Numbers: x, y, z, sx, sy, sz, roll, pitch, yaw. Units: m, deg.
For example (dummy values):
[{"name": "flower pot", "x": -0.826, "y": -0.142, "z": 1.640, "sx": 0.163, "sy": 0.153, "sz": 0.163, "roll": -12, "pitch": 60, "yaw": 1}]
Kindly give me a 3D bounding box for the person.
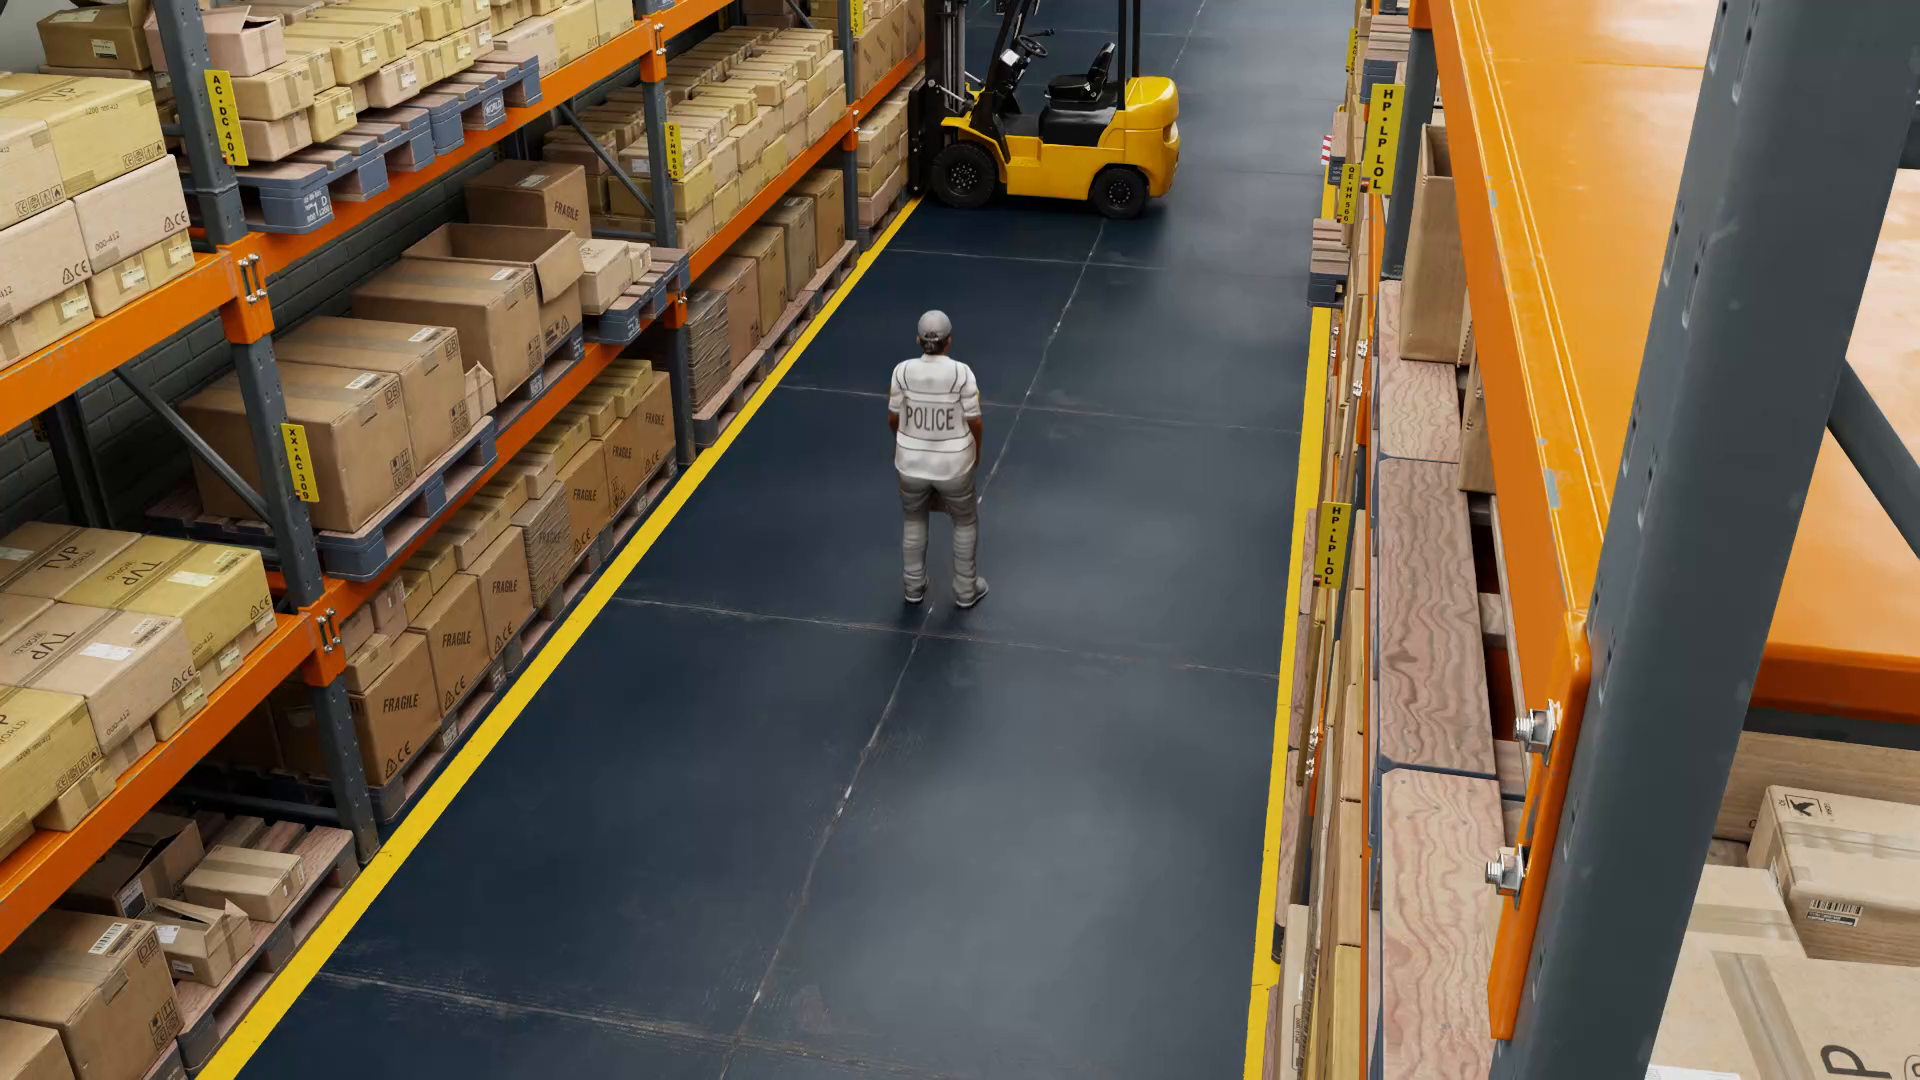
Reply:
[{"name": "person", "x": -0.117, "y": -0.414, "z": 8.861, "sx": 0.521, "sy": 1.671, "sz": 0.429, "roll": 5, "pitch": 29, "yaw": 9}]
